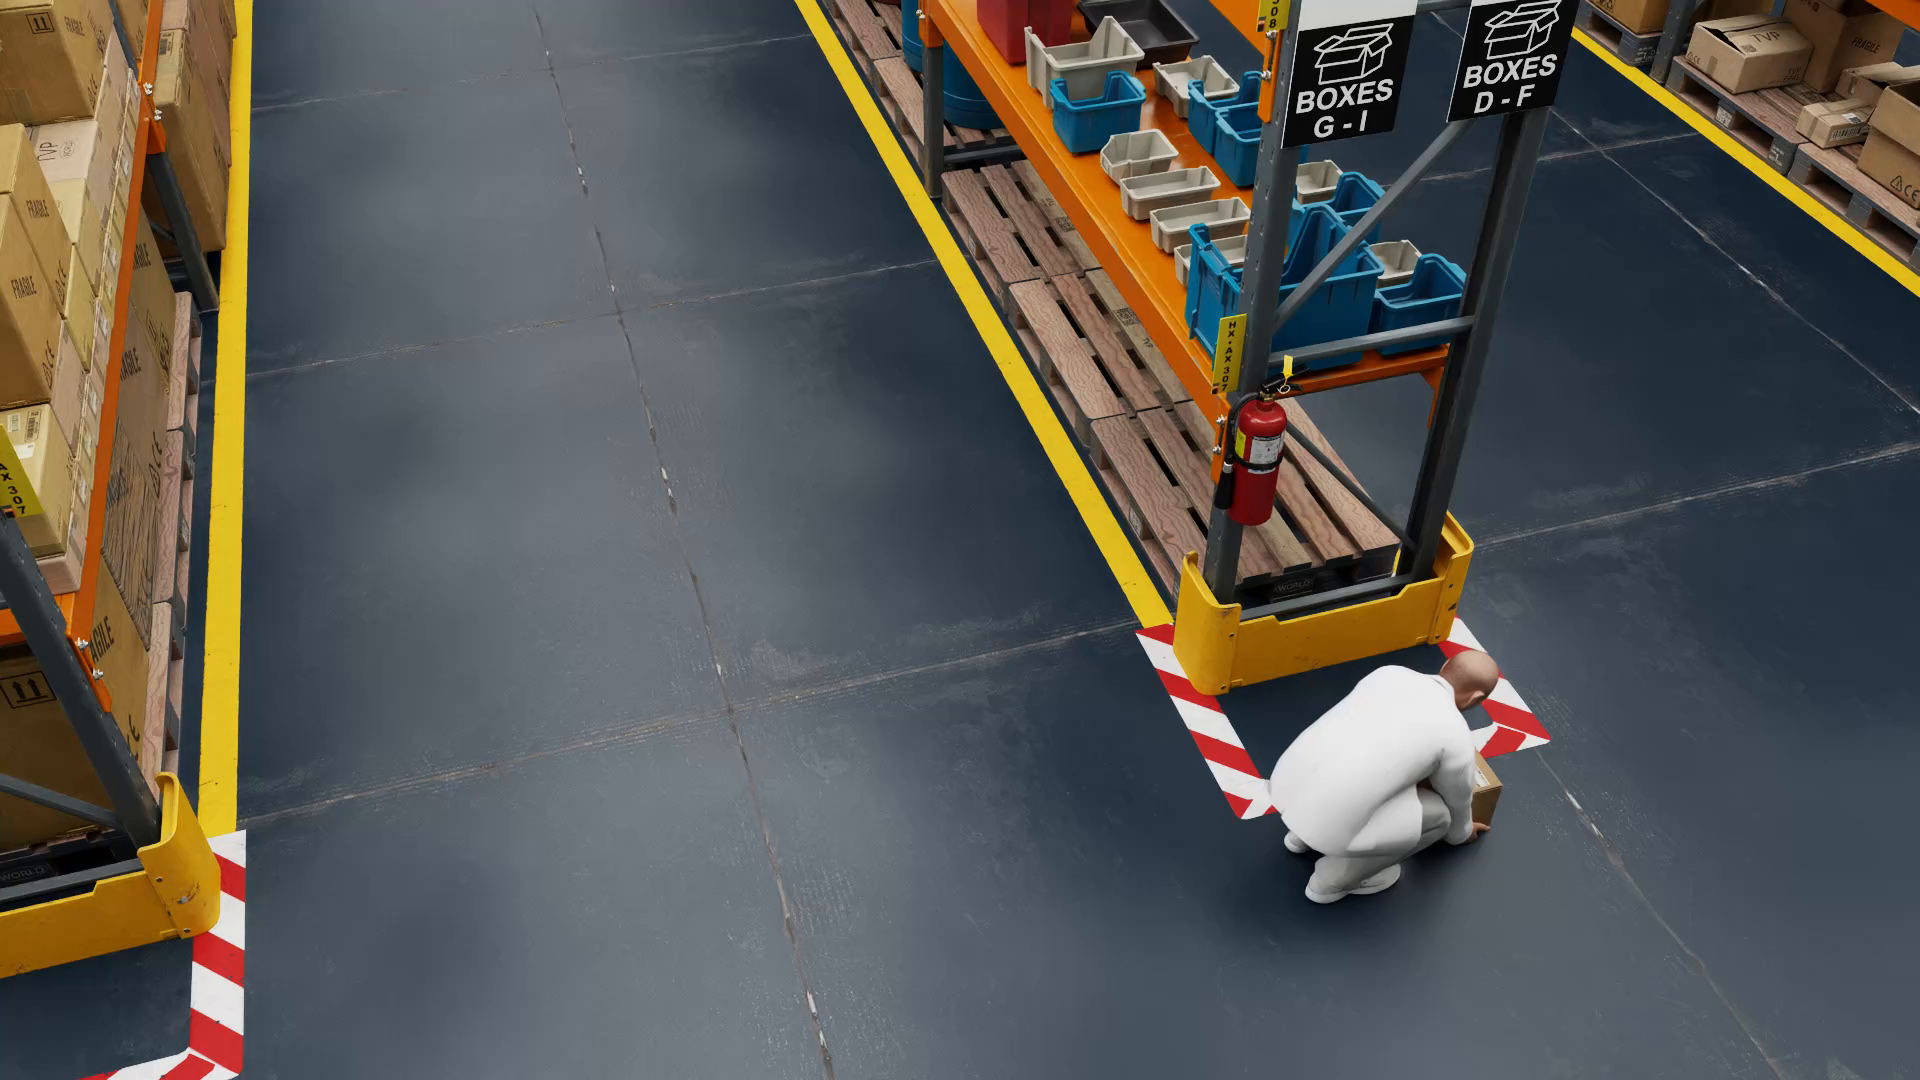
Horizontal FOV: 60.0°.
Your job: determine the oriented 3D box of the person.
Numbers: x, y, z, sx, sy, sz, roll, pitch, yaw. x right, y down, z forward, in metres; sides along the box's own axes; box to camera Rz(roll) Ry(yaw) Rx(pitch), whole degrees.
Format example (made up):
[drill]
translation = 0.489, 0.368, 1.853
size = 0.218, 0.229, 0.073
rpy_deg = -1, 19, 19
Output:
[person]
translation = 1.536, 0.871, 5.999
size = 0.931, 0.890, 0.582
rpy_deg = -16, 44, -18
